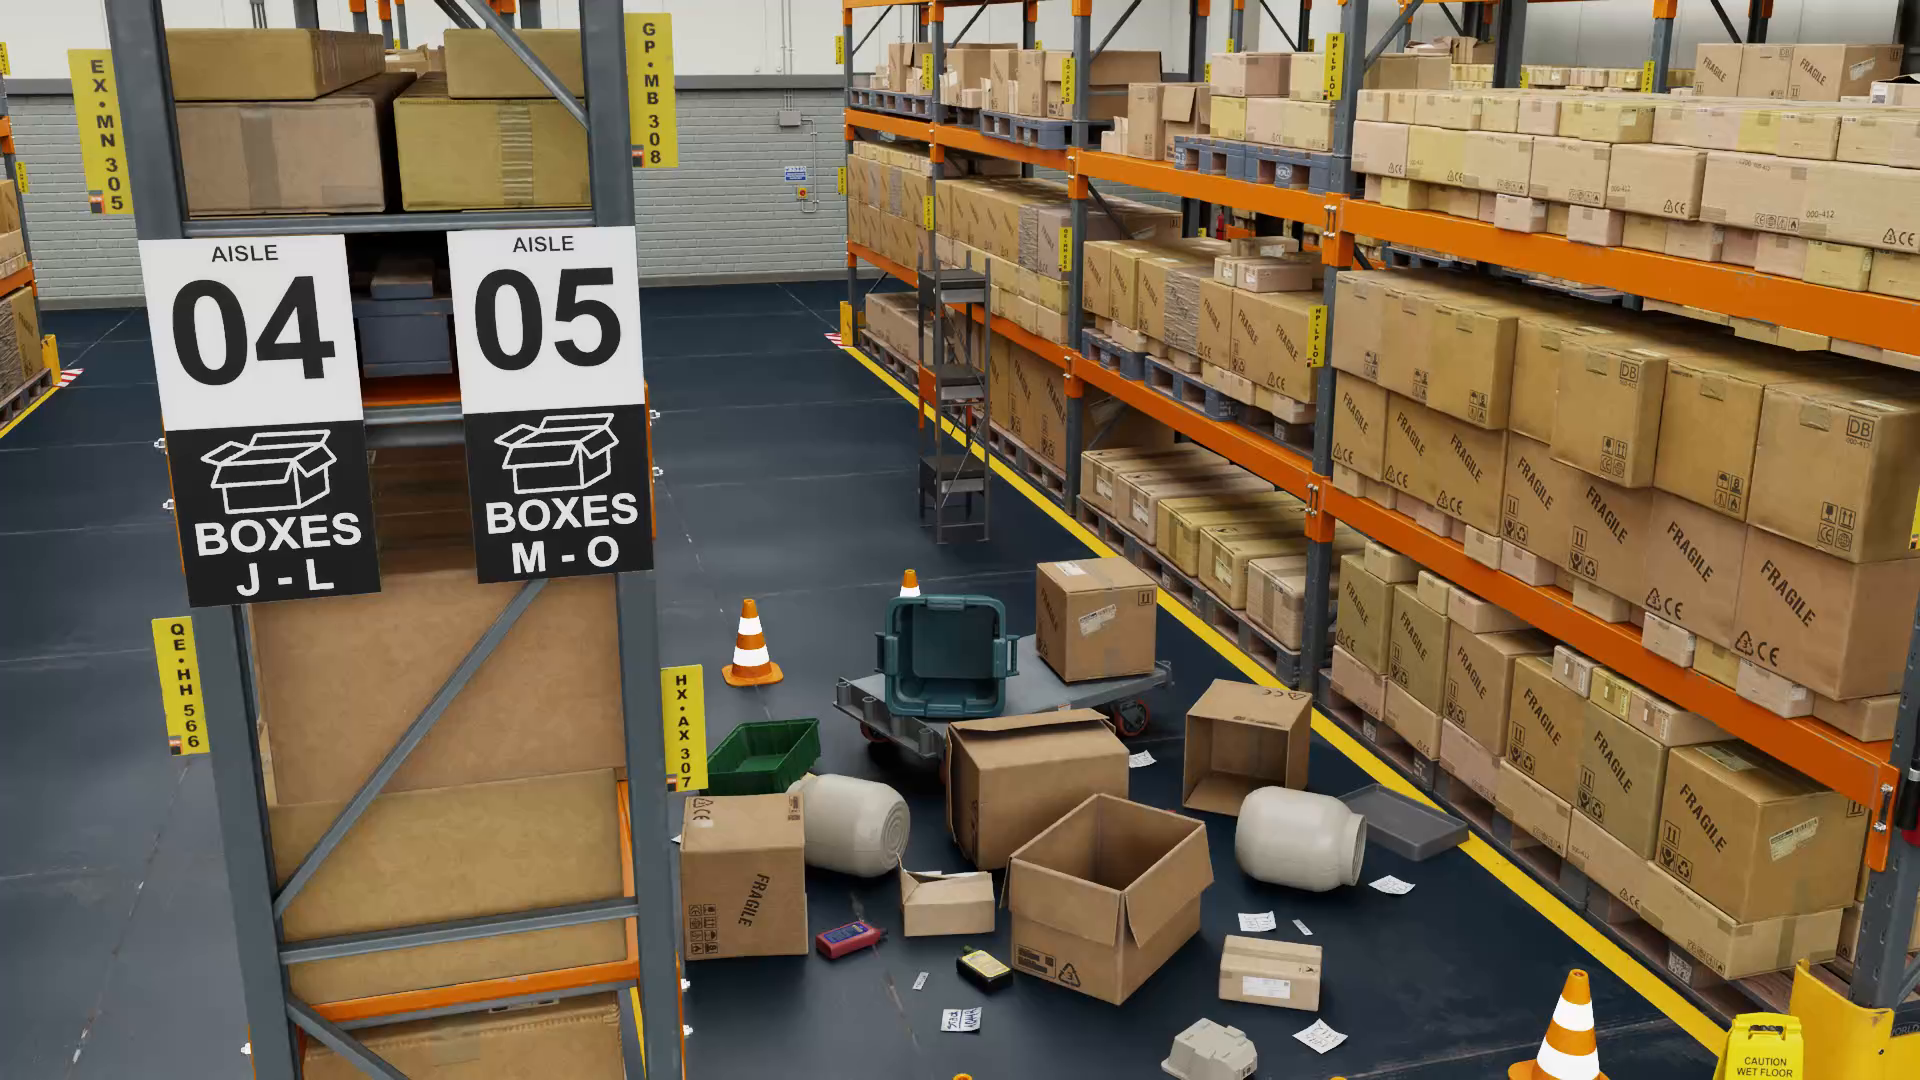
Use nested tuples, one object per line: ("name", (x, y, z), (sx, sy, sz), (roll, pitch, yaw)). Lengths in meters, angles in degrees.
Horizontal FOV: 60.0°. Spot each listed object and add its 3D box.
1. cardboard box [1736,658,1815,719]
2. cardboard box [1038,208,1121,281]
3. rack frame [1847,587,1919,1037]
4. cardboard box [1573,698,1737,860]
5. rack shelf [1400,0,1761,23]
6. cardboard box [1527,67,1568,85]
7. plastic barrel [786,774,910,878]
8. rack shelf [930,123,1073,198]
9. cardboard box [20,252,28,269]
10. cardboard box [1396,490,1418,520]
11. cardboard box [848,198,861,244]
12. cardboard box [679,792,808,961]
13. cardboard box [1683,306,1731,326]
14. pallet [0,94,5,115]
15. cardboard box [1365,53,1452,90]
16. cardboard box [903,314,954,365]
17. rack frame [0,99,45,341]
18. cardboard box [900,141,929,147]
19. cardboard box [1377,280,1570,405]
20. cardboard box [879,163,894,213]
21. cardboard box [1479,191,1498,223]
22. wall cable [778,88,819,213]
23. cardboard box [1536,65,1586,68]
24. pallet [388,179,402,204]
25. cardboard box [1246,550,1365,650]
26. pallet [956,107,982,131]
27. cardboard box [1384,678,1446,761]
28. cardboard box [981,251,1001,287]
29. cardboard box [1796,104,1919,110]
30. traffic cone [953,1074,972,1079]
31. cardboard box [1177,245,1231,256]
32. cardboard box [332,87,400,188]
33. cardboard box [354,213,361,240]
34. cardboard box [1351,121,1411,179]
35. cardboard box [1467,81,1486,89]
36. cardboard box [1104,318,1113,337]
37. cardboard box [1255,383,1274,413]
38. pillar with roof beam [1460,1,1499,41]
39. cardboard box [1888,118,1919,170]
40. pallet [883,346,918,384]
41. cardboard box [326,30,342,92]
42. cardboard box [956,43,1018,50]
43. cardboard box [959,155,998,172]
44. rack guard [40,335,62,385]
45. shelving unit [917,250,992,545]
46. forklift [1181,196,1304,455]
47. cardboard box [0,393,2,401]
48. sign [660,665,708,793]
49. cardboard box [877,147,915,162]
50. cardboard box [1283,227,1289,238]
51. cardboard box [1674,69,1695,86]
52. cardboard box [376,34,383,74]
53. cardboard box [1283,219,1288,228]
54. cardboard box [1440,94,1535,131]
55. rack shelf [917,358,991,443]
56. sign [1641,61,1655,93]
("cardboard box", (3.039, 0.510, 5.978), (0.380, 0.149, 0.250), (-5, 17, -16))
("cardboard box", (0.932, -2.325, 13.066), (0.500, 0.500, 0.500), (-5, 17, -17))
("rack frame", (3.527, 0.537, 5.451), (0.949, 2.616, 0.053), (-5, 17, -15))
("cardboard box", (2.906, 0.949, 6.826), (0.500, 0.500, 0.500), (-4, 17, -13))
("rack shelf", (5.547, -4.960, 15.266), (1.077, 0.370, 4.000), (-5, 17, -15))
("cardboard box", (5.361, -4.198, 15.050), (0.380, 0.149, 0.250), (-5, 17, -15))
("plastic barrel", (-0.520, 1.276, 7.467), (0.512, 0.421, 0.421), (7, 18, 23))
("rack shelf", (0.776, -3.321, 14.330), (1.077, 0.370, 4.000), (-5, 17, -15))
("cardboard box", (-9.987, -2.912, 17.370), (0.380, 0.149, 0.250), (-4, 17, -14))
("cardboard box", (2.425, -0.200, 8.339), (0.380, 0.149, 0.250), (-5, 17, -16))
("cardboard box", (-1.017, -3.781, 19.652), (0.500, 0.500, 0.500), (-5, 17, -16))
("cardboard box", (-0.894, 1.394, 6.937), (0.500, 0.500, 0.500), (-2, 17, -6))
("cardboard box", (6.117, -1.716, 13.211), (0.500, 0.250, 0.500), (-5, 17, -16))
("pallet", (-10.188, -4.295, 16.476), (1.003, 0.211, 1.213), (-5, 17, -15))
("cardboard box", (2.503, -2.705, 9.691), (0.500, 0.250, 0.500), (-5, 17, -16))
("cardboard box", (-0.090, -2.186, 18.239), (0.875, 0.438, 0.875), (-5, 17, -17))
("rack frame", (-10.402, -3.105, 17.575), (1.000, 3.000, 0.127), (-5, 17, -15))
("cardboard box", (-0.489, -4.574, 19.427), (0.380, 0.149, 0.250), (-4, 17, -14))
("cardboard box", (2.456, -0.957, 7.994), (0.700, 0.500, 0.500), (-5, 17, -15))
("cardboard box", (-0.579, -3.838, 18.103), (0.500, 0.500, 0.500), (-5, 17, -15))
("cardboard box", (2.560, -1.496, 7.441), (0.380, 0.149, 0.250), (-5, 18, -17))
("wall cable", (-2.445, -5.948, 25.219), (0.585, 1.953, 0.123), (-5, 17, -15))
("cardboard box", (5.641, -4.385, 15.639), (0.380, 0.149, 0.250), (-4, 17, -14))
("pallet", (-2.092, -1.317, 6.563), (1.003, 0.211, 1.213), (-5, 17, -15))
("cardboard box", (2.278, 0.343, 9.933), (0.950, 0.372, 0.625), (-4, 17, -15))
("pallet", (0.526, -3.877, 15.265), (0.805, 0.209, 1.217), (-5, 18, -17))
("cardboard box", (2.485, 0.878, 8.366), (0.500, 0.250, 0.500), (-4, 17, -12))
("cardboard box", (0.500, -2.382, 14.561), (0.500, 0.250, 0.500), (-5, 17, -17))
("cardboard box", (3.371, -1.554, 6.249), (0.380, 0.149, 0.250), (-5, 17, -16))
("traffic cone", (0.012, 1.912, 5.282), (0.336, 0.463, 0.334), (-5, 17, -15))
("cardboard box", (1.870, -1.821, 11.881), (0.500, 0.500, 0.500), (-5, 17, -16))
("cardboard box", (-1.748, -1.052, 4.365), (0.500, 0.250, 0.500), (-5, 17, -15))
("cardboard box", (-1.834, -0.885, 4.502), (0.380, 0.149, 0.250), (-5, 17, -15))
("cardboard box", (2.282, -1.933, 8.203), (0.500, 0.250, 0.500), (-5, 17, -16))
("cardboard box", (5.042, -4.274, 15.784), (0.380, 0.149, 0.250), (-4, 17, -14))
("cardboard box", (1.281, -1.571, 12.175), (0.380, 0.149, 0.250), (-6, 18, -19))
("cardboard box", (1.962, -0.845, 9.758), (0.380, 0.149, 0.250), (-5, 17, -17))
("pillar with roof beam", (1.534, -5.972, 16.692), (9.100, 9.000, 0.400), (-5, 17, -15))
("cardboard box", (3.147, -1.231, 5.174), (0.380, 0.149, 0.250), (-5, 17, -15))
("pallet", (-0.246, -2.001, 18.748), (1.003, 0.211, 1.213), (-5, 17, -15))
("cardboard box", (-1.764, -1.197, 4.156), (0.380, 0.149, 0.250), (-4, 17, -14))
("cardboard box", (0.266, -4.695, 16.576), (0.500, 0.500, 0.500), (-4, 17, -14))
("cardboard box", (0.192, -3.864, 17.064), (0.380, 0.149, 0.250), (-5, 17, -16))
("rack guard", (-10.408, -1.915, 17.957), (1.175, 0.500, 0.348), (-5, 17, -15))
("shelving unit", (-0.045, -1.051, 12.302), (0.431, 2.100, 0.503), (-5, 17, -15))
("forklift", (2.557, -2.130, 14.447), (1.130, 2.935, 3.031), (-5, 17, -15))
("cardboard box", (-9.654, -1.620, 15.595), (0.875, 0.875, 0.875), (-5, 17, -15))
("sign", (-0.672, 0.462, 4.059), (0.100, 0.325, 0.005), (-5, 17, -15))
("cardboard box", (-0.699, -4.246, 18.334), (0.380, 0.149, 0.250), (-5, 17, -15))
("cardboard box", (4.031, -3.689, 19.955), (0.380, 0.149, 0.250), (-5, 17, -17))
("cardboard box", (6.262, -3.891, 14.028), (0.380, 0.149, 0.250), (-5, 18, -17))
("cardboard box", (-2.462, -1.899, 6.493), (0.380, 0.149, 0.250), (-5, 17, -16))
("cardboard box", (4.045, -3.927, 20.053), (0.500, 0.250, 0.500), (-5, 17, -16))
("cardboard box", (2.407, -1.936, 7.521), (0.380, 0.149, 0.250), (-5, 17, -16))
("rack shelf", (-0.045, -1.038, 12.306), (0.431, 0.518, 0.480), (-5, 17, -15))
("sign", (5.575, -3.711, 13.480), (0.100, 0.325, 0.005), (-5, 17, -15))
